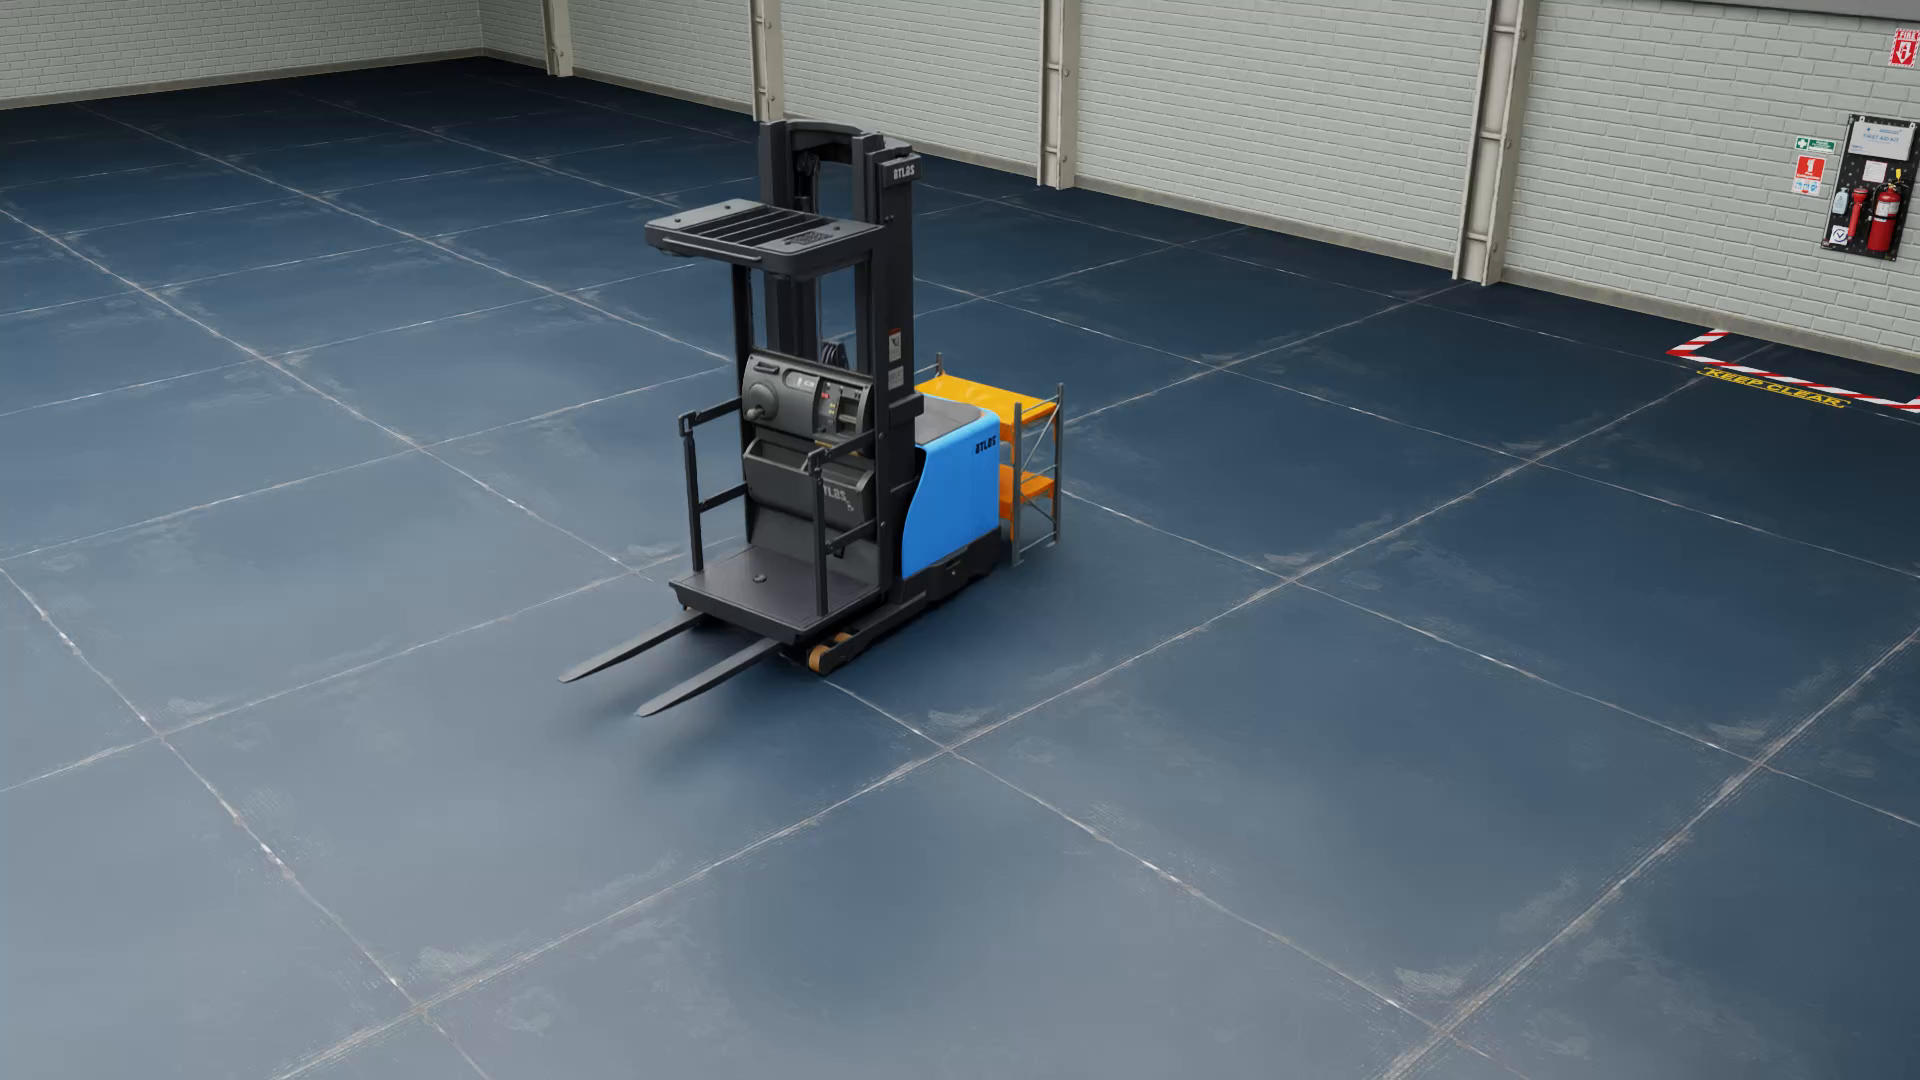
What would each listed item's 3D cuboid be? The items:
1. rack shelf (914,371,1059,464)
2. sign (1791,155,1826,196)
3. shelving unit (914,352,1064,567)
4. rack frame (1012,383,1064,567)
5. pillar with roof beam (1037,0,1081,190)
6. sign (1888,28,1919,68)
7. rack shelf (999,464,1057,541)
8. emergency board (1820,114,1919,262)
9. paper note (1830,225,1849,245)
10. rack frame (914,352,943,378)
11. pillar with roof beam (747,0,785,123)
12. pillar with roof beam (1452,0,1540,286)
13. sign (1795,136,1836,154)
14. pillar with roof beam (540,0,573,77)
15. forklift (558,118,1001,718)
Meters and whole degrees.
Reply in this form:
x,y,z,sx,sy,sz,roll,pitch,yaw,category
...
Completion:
x,y,z,sx,sy,sz,roll,pitch,yaw,category
0.111,-0.822,10.991,1.000,0.278,0.538,18,30,35,rack shelf
7.460,-3.205,14.618,0.001,0.329,0.234,-21,32,-38,sign
0.111,-0.555,11.112,1.048,1.125,0.538,18,30,35,shelving unit
0.507,-0.423,10.823,0.032,1.125,0.500,18,30,35,rack frame
-1.920,-7.376,16.576,9.100,9.000,0.400,-21,32,-38,pillar with roof beam
7.830,-4.077,13.780,0.001,0.298,0.199,-21,32,-38,sign
0.111,-0.333,11.214,1.000,0.278,0.538,18,30,35,rack shelf
7.763,-2.992,14.194,0.194,1.169,0.643,-21,32,-38,emergency board
7.692,-2.664,14.537,0.016,0.148,0.142,-21,32,-38,paper note
-0.286,-0.687,11.402,0.032,1.125,0.500,18,30,35,rack frame
-6.021,-9.194,20.561,9.100,9.000,0.400,-21,32,-38,pillar with roof beam
2.181,-5.558,12.592,9.100,9.000,0.400,-21,32,-38,pillar with roof beam
7.457,-3.442,14.499,0.001,0.109,0.331,-21,32,-38,sign
-10.122,-11.012,24.546,9.100,9.000,0.400,-21,32,-38,pillar with roof beam
-1.018,-0.792,9.454,1.130,2.935,3.031,17,30,33,forklift
